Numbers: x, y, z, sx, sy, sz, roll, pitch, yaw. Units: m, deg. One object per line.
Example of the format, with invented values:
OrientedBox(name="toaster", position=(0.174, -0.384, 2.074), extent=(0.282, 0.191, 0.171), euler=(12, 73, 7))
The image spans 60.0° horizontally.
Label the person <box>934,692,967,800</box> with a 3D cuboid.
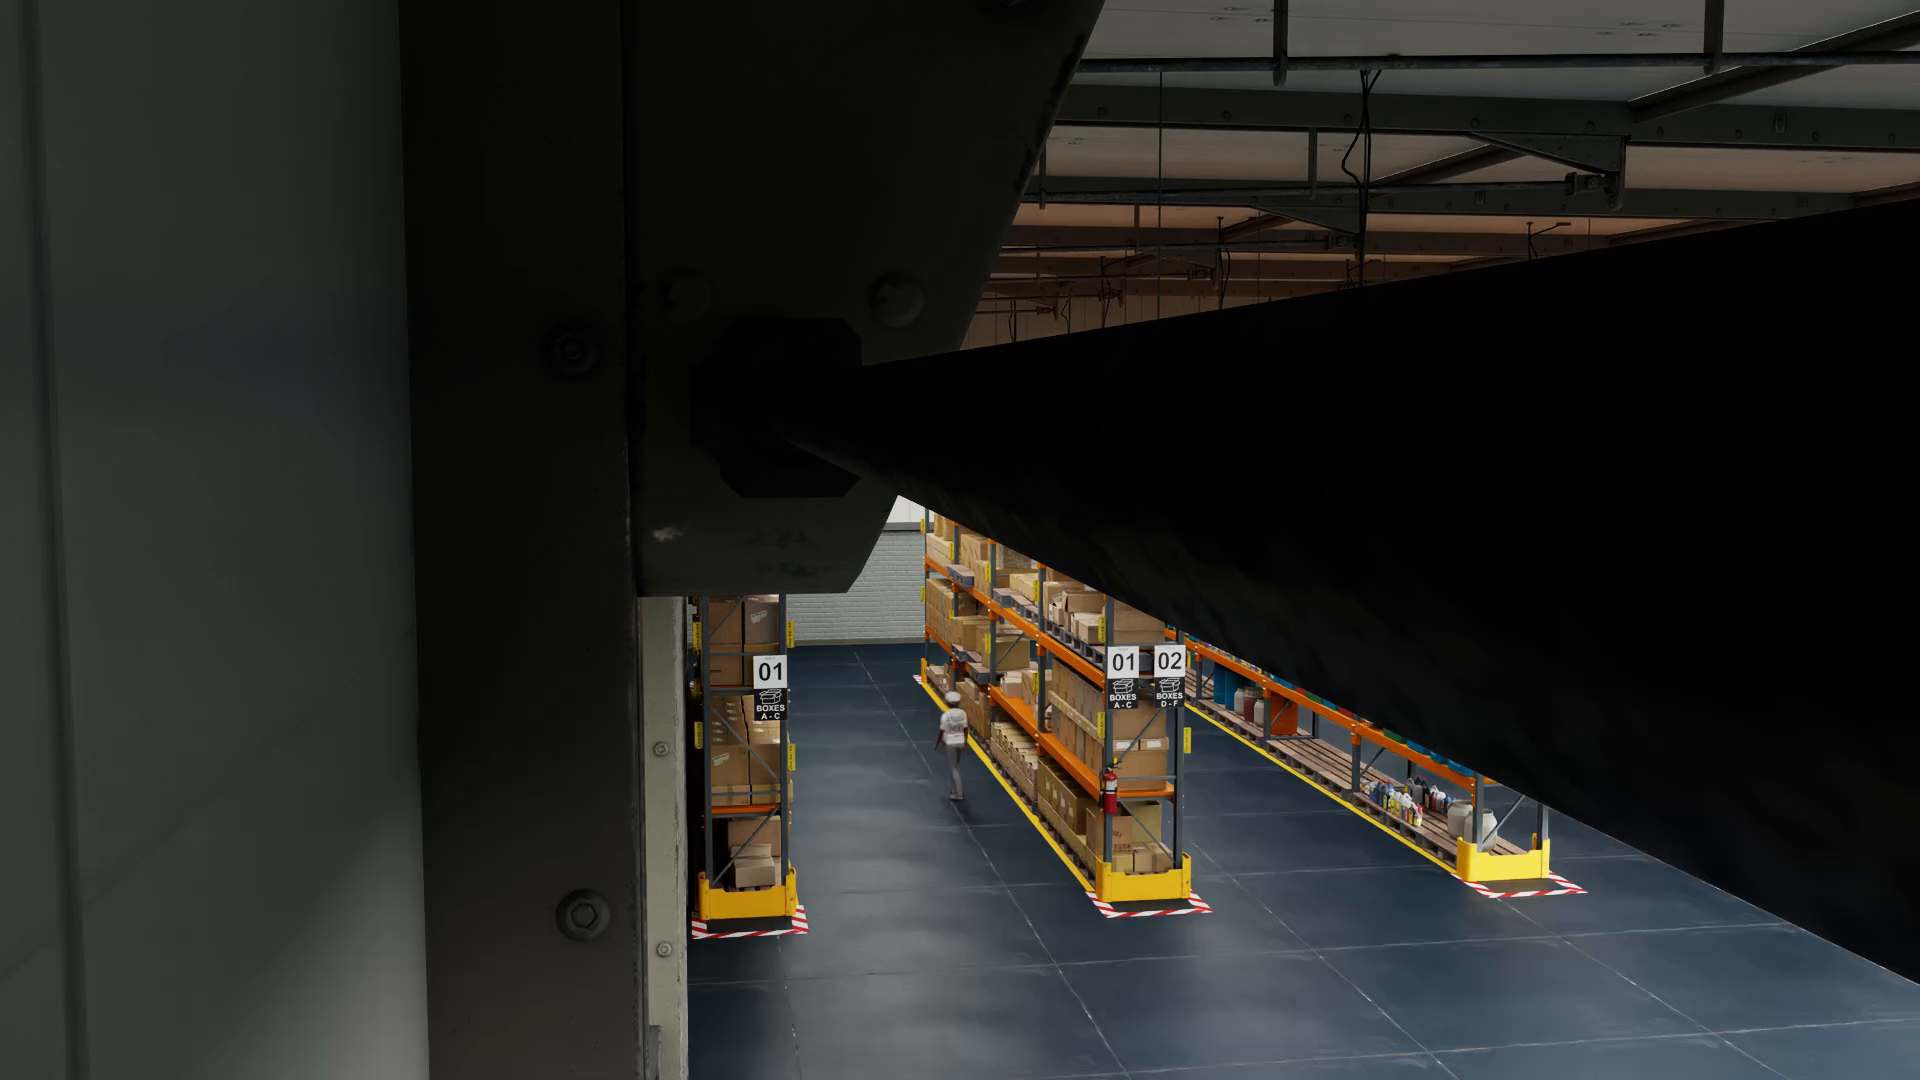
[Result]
OrientedBox(name="person", position=(-0.126, 3.229, 25.971), extent=(0.484, 1.744, 0.603), euler=(-5, 7, -44))
